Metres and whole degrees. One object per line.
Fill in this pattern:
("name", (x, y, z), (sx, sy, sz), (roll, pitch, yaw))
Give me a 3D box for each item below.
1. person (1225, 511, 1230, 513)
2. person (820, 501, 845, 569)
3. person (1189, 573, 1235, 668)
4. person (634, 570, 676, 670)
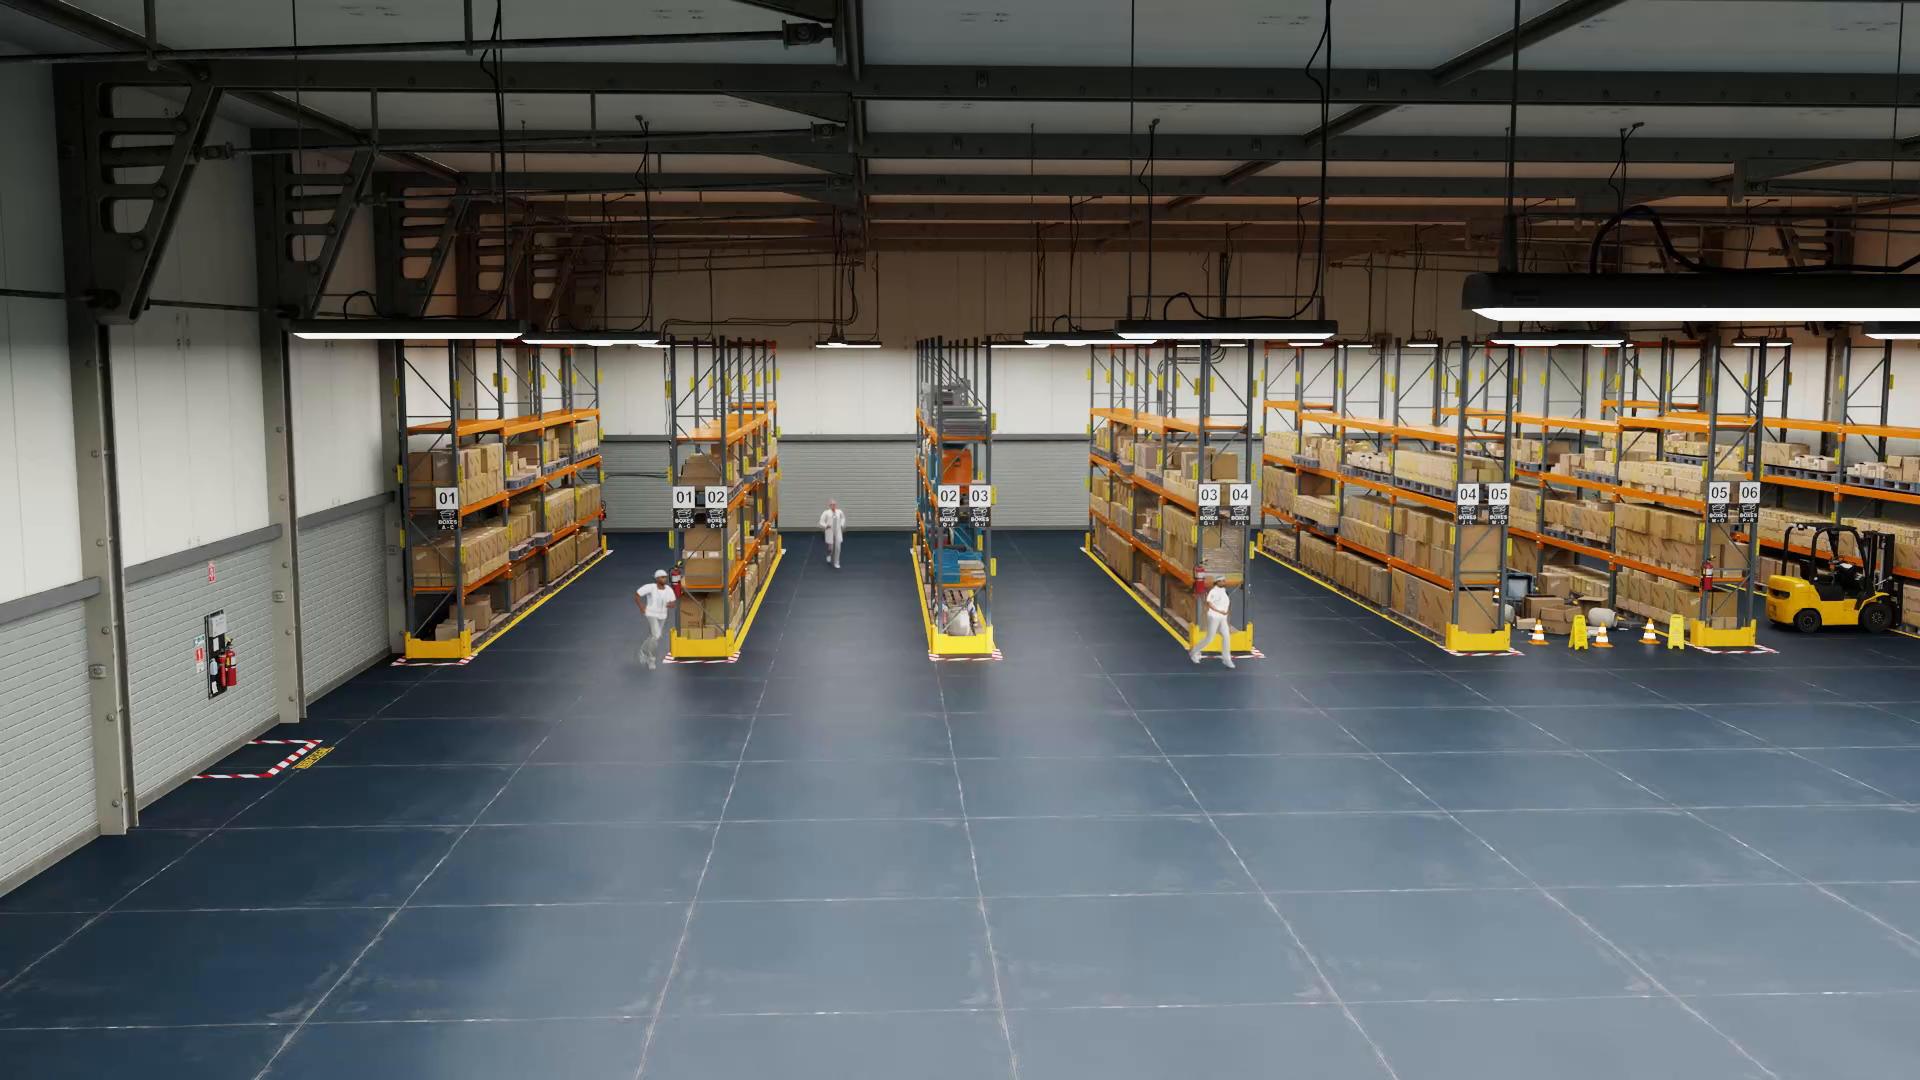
("person", (7.412, -0.464, 47.376), (0.696, 1.651, 0.892), (2, 7, 20))
("person", (-3.362, -0.161, 44.110), (0.712, 1.772, 0.985), (-2, 7, -17))
("person", (4.711, 1.445, 30.350), (0.912, 1.681, 0.667), (6, 9, 41))
("person", (-5.547, 1.430, 30.309), (0.701, 1.803, 0.706), (6, 9, 42))
